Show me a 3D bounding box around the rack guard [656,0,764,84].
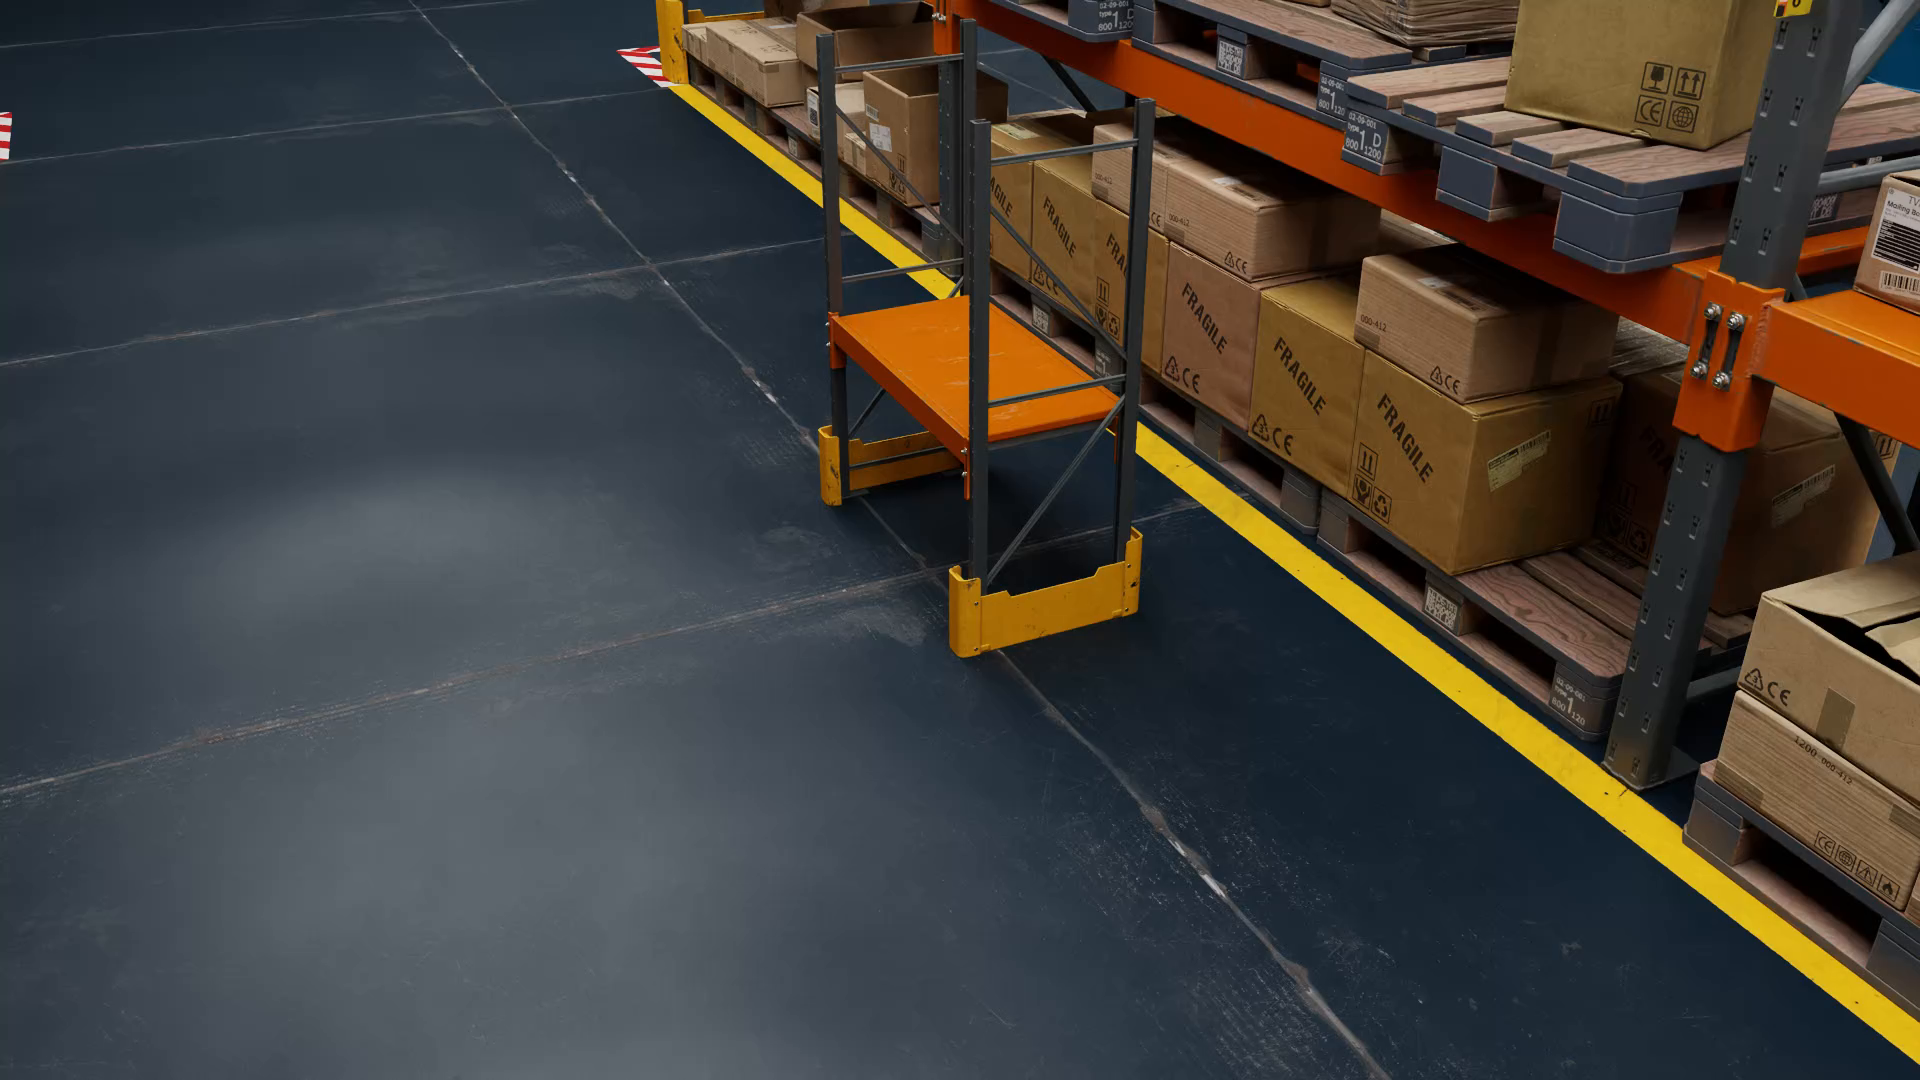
[{"bbox_3d":[-1.299,-3.218,10.478,1.175,0.500,0.348,-13,32,-22],"label":"rack guard"}]

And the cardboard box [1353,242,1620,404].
[{"bbox_3d":[1.462,-0.625,4.637,0.500,0.250,0.500,-12,31,-20],"label":"cardboard box"}]

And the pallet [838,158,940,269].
[{"bbox_3d":[0.092,-1.663,7.999,1.003,0.211,1.213,-13,32,-22],"label":"pallet"}]

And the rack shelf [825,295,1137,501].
[{"bbox_3d":[0.037,-0.460,4.904,0.538,0.185,1.000,-13,32,-22],"label":"rack shelf"}]

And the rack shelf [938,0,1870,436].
[{"bbox_3d":[1.245,-1.378,5.376,1.077,0.370,4.000,-13,32,-22],"label":"rack shelf"}]

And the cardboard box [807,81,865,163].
[{"bbox_3d":[-0.437,-2.118,8.259,0.500,0.311,0.500,-13,32,-22],"label":"cardboard box"}]

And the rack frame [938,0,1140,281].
[{"bbox_3d":[0.386,-2.575,6.776,1.000,3.000,0.127,-13,32,-22],"label":"rack frame"}]

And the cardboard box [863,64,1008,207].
[{"bbox_3d":[-0.115,-1.869,7.622,0.500,0.500,0.500,-13,32,-22],"label":"cardboard box"}]

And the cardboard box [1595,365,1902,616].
[{"bbox_3d":[2.166,-0.171,4.594,0.500,0.500,0.500,-12,31,-20],"label":"cardboard box"}]

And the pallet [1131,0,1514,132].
[{"bbox_3d":[1.264,-1.583,5.202,1.003,0.211,1.213,-13,32,-22],"label":"pallet"}]

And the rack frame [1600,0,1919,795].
[{"bbox_3d":[2.103,-0.808,3.625,1.000,3.000,0.127,-13,32,-22],"label":"rack frame"}]

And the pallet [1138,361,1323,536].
[{"bbox_3d":[1.297,-0.468,5.869,1.003,0.211,1.213,-13,32,-22],"label":"pallet"}]

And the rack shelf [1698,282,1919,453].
[{"bbox_3d":[2.962,0.389,2.225,1.077,0.370,4.000,-13,32,-22],"label":"rack shelf"}]

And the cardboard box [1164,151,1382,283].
[{"bbox_3d":[1.019,-1.076,5.441,0.500,0.250,0.500,-14,32,-23],"label":"cardboard box"}]

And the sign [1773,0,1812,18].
[{"bbox_3d":[1.617,-1.161,3.150,0.100,0.325,0.005,-13,32,-22],"label":"sign"}]

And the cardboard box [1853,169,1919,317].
[{"bbox_3d":[2.220,-0.600,3.344,0.500,0.311,0.500,-11,31,-19],"label":"cardboard box"}]

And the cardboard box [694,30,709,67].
[{"bbox_3d":[-1.355,-2.931,9.857,0.380,0.166,0.250,-13,32,-22],"label":"cardboard box"}]

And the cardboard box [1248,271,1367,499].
[{"bbox_3d":[1.268,-0.503,5.185,0.500,0.500,0.500,-14,32,-24],"label":"cardboard box"}]

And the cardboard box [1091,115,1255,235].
[{"bbox_3d":[0.803,-1.298,5.836,0.500,0.250,0.500,-13,32,-22],"label":"cardboard box"}]

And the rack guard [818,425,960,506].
[{"bbox_3d":[-0.181,-0.295,5.521,0.587,0.250,0.087,-13,32,-22],"label":"rack guard"}]

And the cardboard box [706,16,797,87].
[{"bbox_3d":[-1.139,-2.814,9.563,0.500,0.250,0.500,-13,32,-22],"label":"cardboard box"}]

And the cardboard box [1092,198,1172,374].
[{"bbox_3d":[0.820,-0.957,5.995,0.500,0.500,0.500,-13,32,-21],"label":"cardboard box"}]

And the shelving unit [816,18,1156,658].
[{"bbox_3d":[0.033,-0.620,4.823,0.587,1.500,1.083,-13,32,-22],"label":"shelving unit"}]

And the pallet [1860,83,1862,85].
[{"bbox_3d":[4.511,-2.714,9.875,1.003,0.211,1.213,-13,32,-22],"label":"pallet"}]

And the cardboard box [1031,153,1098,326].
[{"bbox_3d":[0.613,-1.179,6.391,0.500,0.500,0.500,-13,32,-21],"label":"cardboard box"}]

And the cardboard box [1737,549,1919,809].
[{"bbox_3d":[2.063,0.256,3.535,0.500,0.311,0.500,-12,31,-20],"label":"cardboard box"}]

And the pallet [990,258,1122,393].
[{"bbox_3d":[0.769,-1.008,6.831,1.003,0.211,1.213,-13,32,-22],"label":"pallet"}]

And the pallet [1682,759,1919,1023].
[{"bbox_3d":[2.421,0.780,3.644,1.003,0.211,1.213,-13,32,-22],"label":"pallet"}]

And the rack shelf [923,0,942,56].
[{"bbox_3d":[-0.473,-3.145,8.527,1.077,0.370,4.000,-13,32,-22],"label":"rack shelf"}]

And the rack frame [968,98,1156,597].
[{"bbox_3d":[0.255,-0.392,4.416,0.500,1.500,0.032,-13,32,-22],"label":"rack frame"}]

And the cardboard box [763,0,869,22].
[{"bbox_3d":[-0.875,-3.255,10.095,0.500,0.500,0.500,-13,32,-22],"label":"cardboard box"}]

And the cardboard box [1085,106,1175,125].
[{"bbox_3d":[0.857,-1.519,6.998,0.500,0.500,0.500,-13,32,-22],"label":"cardboard box"}]

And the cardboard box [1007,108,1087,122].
[{"bbox_3d":[0.401,-1.825,7.738,0.500,0.311,0.500,-13,32,-22],"label":"cardboard box"}]

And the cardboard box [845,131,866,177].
[{"bbox_3d":[-0.330,-1.869,7.981,0.380,0.149,0.250,-13,32,-22],"label":"cardboard box"}]

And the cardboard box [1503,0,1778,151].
[{"bbox_3d":[1.731,-1.290,3.952,0.700,0.500,0.500,-26,38,-38],"label":"cardboard box"}]

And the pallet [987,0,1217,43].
[{"bbox_3d":[0.630,-2.116,6.153,1.003,0.211,1.213,-13,32,-22],"label":"pallet"}]

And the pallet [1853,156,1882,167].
[{"bbox_3d":[5.155,-2.048,8.686,1.003,0.211,1.213,-13,32,-22],"label":"pallet"}]

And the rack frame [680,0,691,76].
[{"bbox_3d":[-1.331,-4.342,9.927,1.000,3.000,0.127,-13,32,-22],"label":"rack frame"}]

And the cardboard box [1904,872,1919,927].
[{"bbox_3d":[2.279,0.723,3.276,0.500,0.250,0.500,-14,32,-23],"label":"cardboard box"}]

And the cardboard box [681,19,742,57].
[{"bbox_3d":[-1.462,-3.034,10.058,0.380,0.149,0.250,-13,32,-22],"label":"cardboard box"}]

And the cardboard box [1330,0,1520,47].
[{"bbox_3d":[1.511,-1.734,4.744,0.700,0.500,0.500,-7,30,-13],"label":"cardboard box"}]

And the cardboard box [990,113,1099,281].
[{"bbox_3d":[0.374,-1.412,6.807,0.500,0.500,0.500,-15,32,-24],"label":"cardboard box"}]

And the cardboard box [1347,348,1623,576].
[{"bbox_3d":[1.490,-0.274,4.778,0.500,0.500,0.500,-12,31,-20],"label":"cardboard box"}]

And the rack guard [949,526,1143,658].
[{"bbox_3d":[0.247,0.145,4.736,0.587,0.250,0.087,-13,32,-22],"label":"rack guard"}]

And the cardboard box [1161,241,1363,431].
[{"bbox_3d":[1.037,-0.733,5.596,0.500,0.500,0.500,-14,32,-24],"label":"cardboard box"}]

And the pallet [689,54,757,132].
[{"bbox_3d":[-0.955,-2.740,9.922,1.003,0.211,1.213,-13,32,-22],"label":"pallet"}]

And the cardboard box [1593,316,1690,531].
[{"bbox_3d":[1.936,-0.401,5.005,0.500,0.500,0.500,-14,32,-24],"label":"cardboard box"}]

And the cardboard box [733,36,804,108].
[{"bbox_3d":[-0.925,-2.593,9.170,0.500,0.250,0.500,-13,32,-22],"label":"cardboard box"}]

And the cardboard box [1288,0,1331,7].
[{"bbox_3d":[1.200,-2.035,5.280,0.700,0.500,0.500,-22,36,-34],"label":"cardboard box"}]

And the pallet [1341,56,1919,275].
[{"bbox_3d":[1.749,-1.009,4.179,1.213,0.211,1.003,-13,32,-22],"label":"pallet"}]

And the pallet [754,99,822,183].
[{"bbox_3d":[-0.436,-2.202,8.962,1.003,0.211,1.213,-13,32,-22],"label":"pallet"}]

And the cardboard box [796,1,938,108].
[{"bbox_3d":[-0.425,-2.507,8.757,0.797,0.503,0.637,-13,32,-22],"label":"cardboard box"}]

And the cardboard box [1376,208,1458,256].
[{"bbox_3d":[1.497,-0.853,5.811,0.500,0.500,0.500,-14,32,-24],"label":"cardboard box"}]

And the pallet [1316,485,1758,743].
[{"bbox_3d":[1.817,0.070,4.909,1.003,0.211,1.213,-13,32,-22],"label":"pallet"}]

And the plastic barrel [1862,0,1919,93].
[{"bbox_3d":[5.079,-2.638,8.603,0.600,0.901,0.708,-13,32,-22],"label":"plastic barrel"}]

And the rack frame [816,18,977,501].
[{"bbox_3d":[-0.182,-0.841,5.216,0.500,1.500,0.032,-13,32,-22],"label":"rack frame"}]

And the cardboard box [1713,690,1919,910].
[{"bbox_3d":[2.063,0.501,3.672,0.500,0.250,0.500,-13,32,-22],"label":"cardboard box"}]
